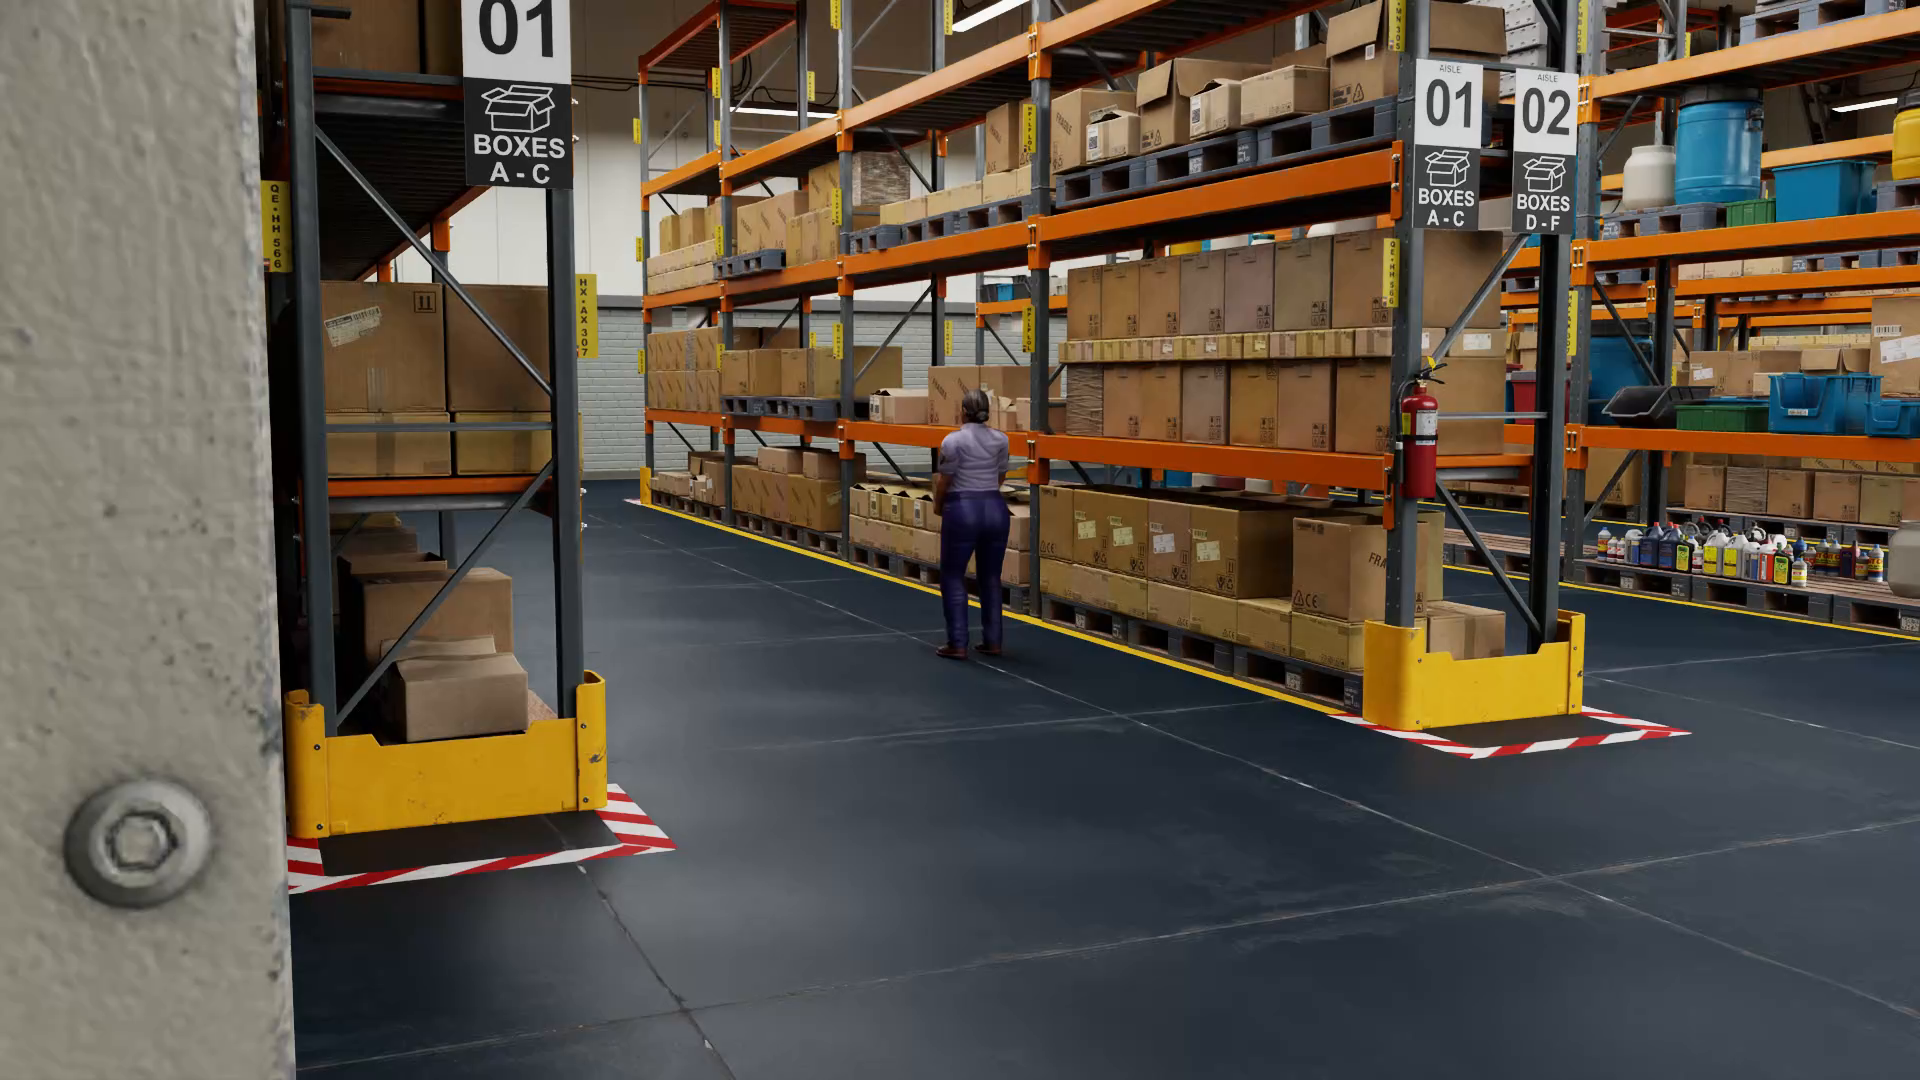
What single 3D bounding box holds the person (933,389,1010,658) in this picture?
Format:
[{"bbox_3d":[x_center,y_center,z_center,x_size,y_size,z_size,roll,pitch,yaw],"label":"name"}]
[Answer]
[{"bbox_3d":[0.052,-0.107,10.190,0.452,1.635,0.525,-2,6,-22],"label":"person"}]
